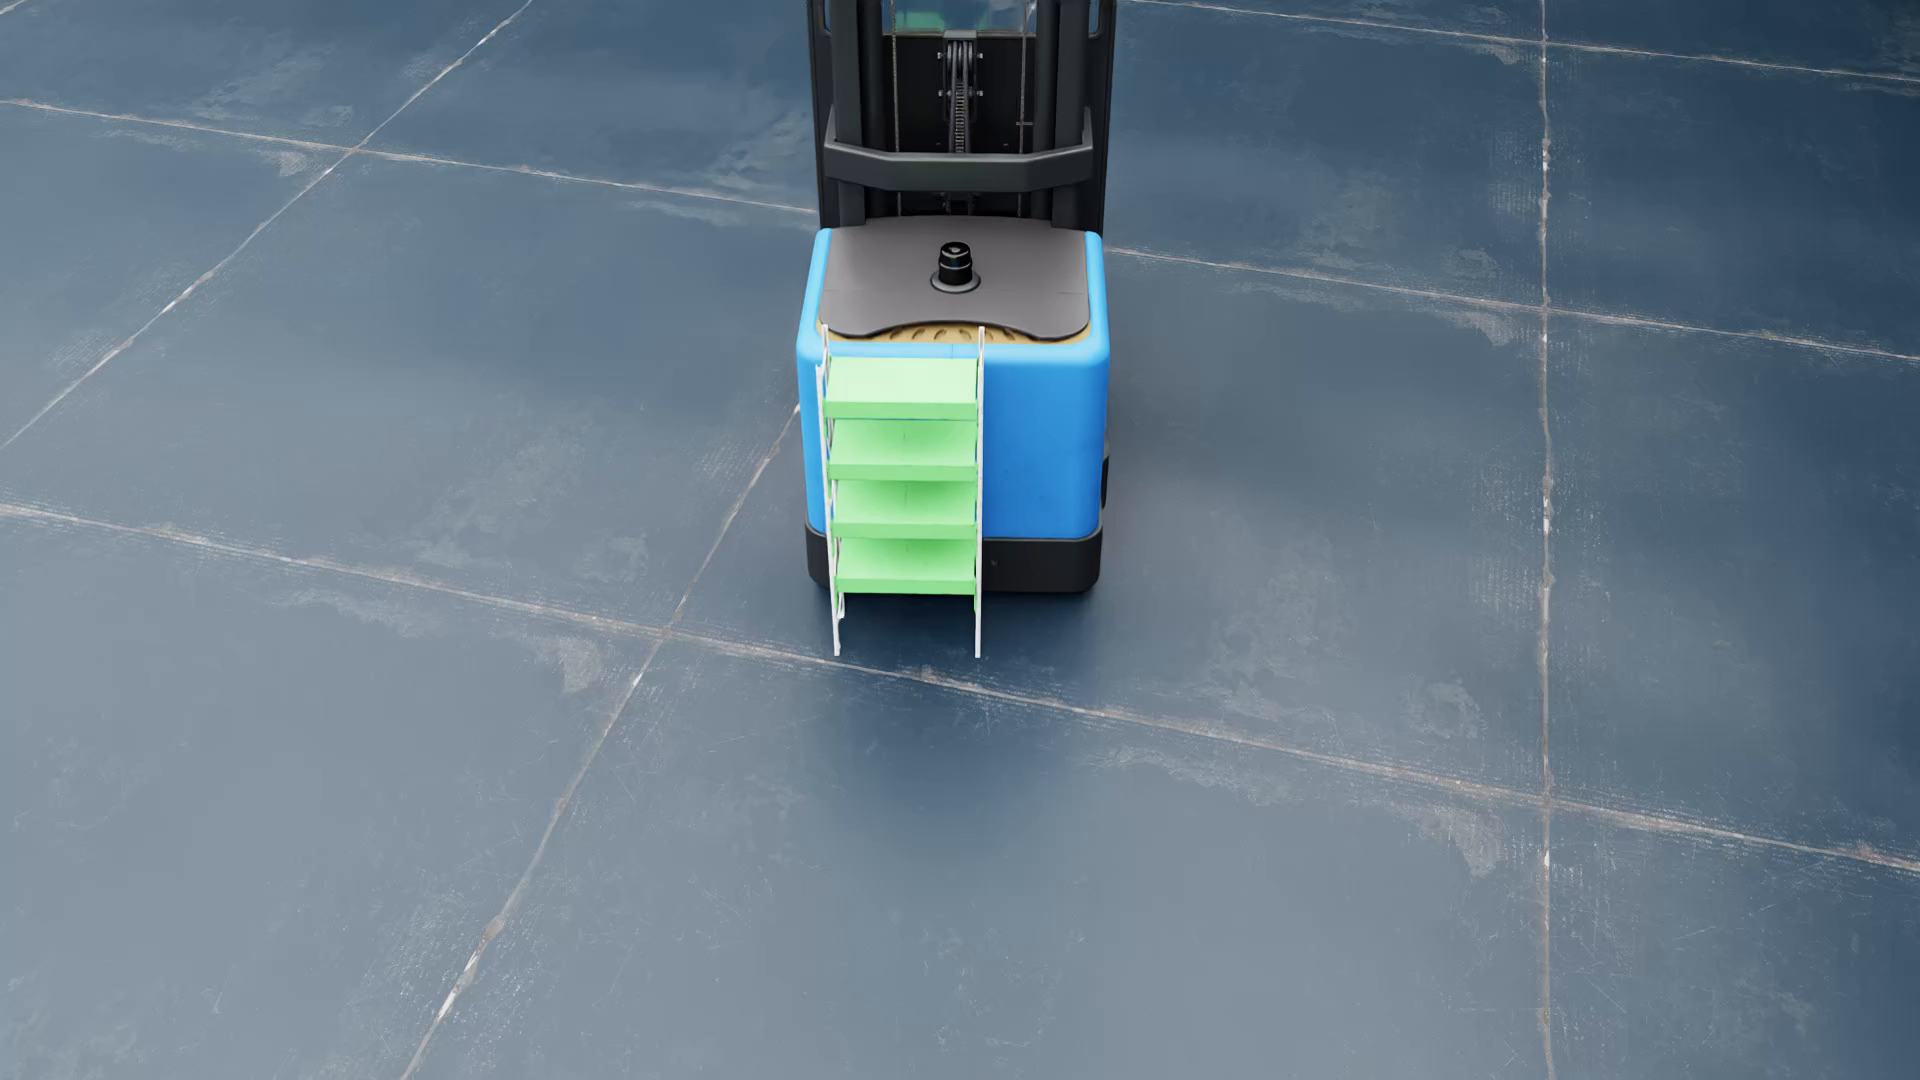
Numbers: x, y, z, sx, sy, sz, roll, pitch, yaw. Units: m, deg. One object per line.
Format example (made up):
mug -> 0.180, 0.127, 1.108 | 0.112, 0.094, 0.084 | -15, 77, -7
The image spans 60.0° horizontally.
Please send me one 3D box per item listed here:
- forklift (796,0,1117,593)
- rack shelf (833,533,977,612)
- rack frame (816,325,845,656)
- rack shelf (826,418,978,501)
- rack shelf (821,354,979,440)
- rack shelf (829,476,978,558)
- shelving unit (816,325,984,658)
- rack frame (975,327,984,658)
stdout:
forklift -> 0.012, -1.860, 6.186 | 1.130, 2.935, 3.031 | 1, 40, 1
rack shelf -> -0.180, 0.102, 5.668 | 0.480, 0.148, 0.258 | 1, 40, 1
rack frame -> -0.424, -0.134, 5.477 | 0.015, 1.200, 0.240 | 1, 40, 1
rack shelf -> -0.180, -0.265, 5.359 | 0.480, 0.148, 0.258 | 1, 40, 1
rack shelf -> -0.180, -0.449, 5.205 | 0.480, 0.148, 0.258 | 1, 40, 1
rack shelf -> -0.180, -0.082, 5.513 | 0.480, 0.148, 0.258 | 1, 40, 1
shelving unit -> -0.180, -0.131, 5.472 | 0.503, 1.200, 0.258 | 1, 40, 1
rack frame -> 0.064, -0.127, 5.468 | 0.015, 1.200, 0.240 | 1, 40, 1
